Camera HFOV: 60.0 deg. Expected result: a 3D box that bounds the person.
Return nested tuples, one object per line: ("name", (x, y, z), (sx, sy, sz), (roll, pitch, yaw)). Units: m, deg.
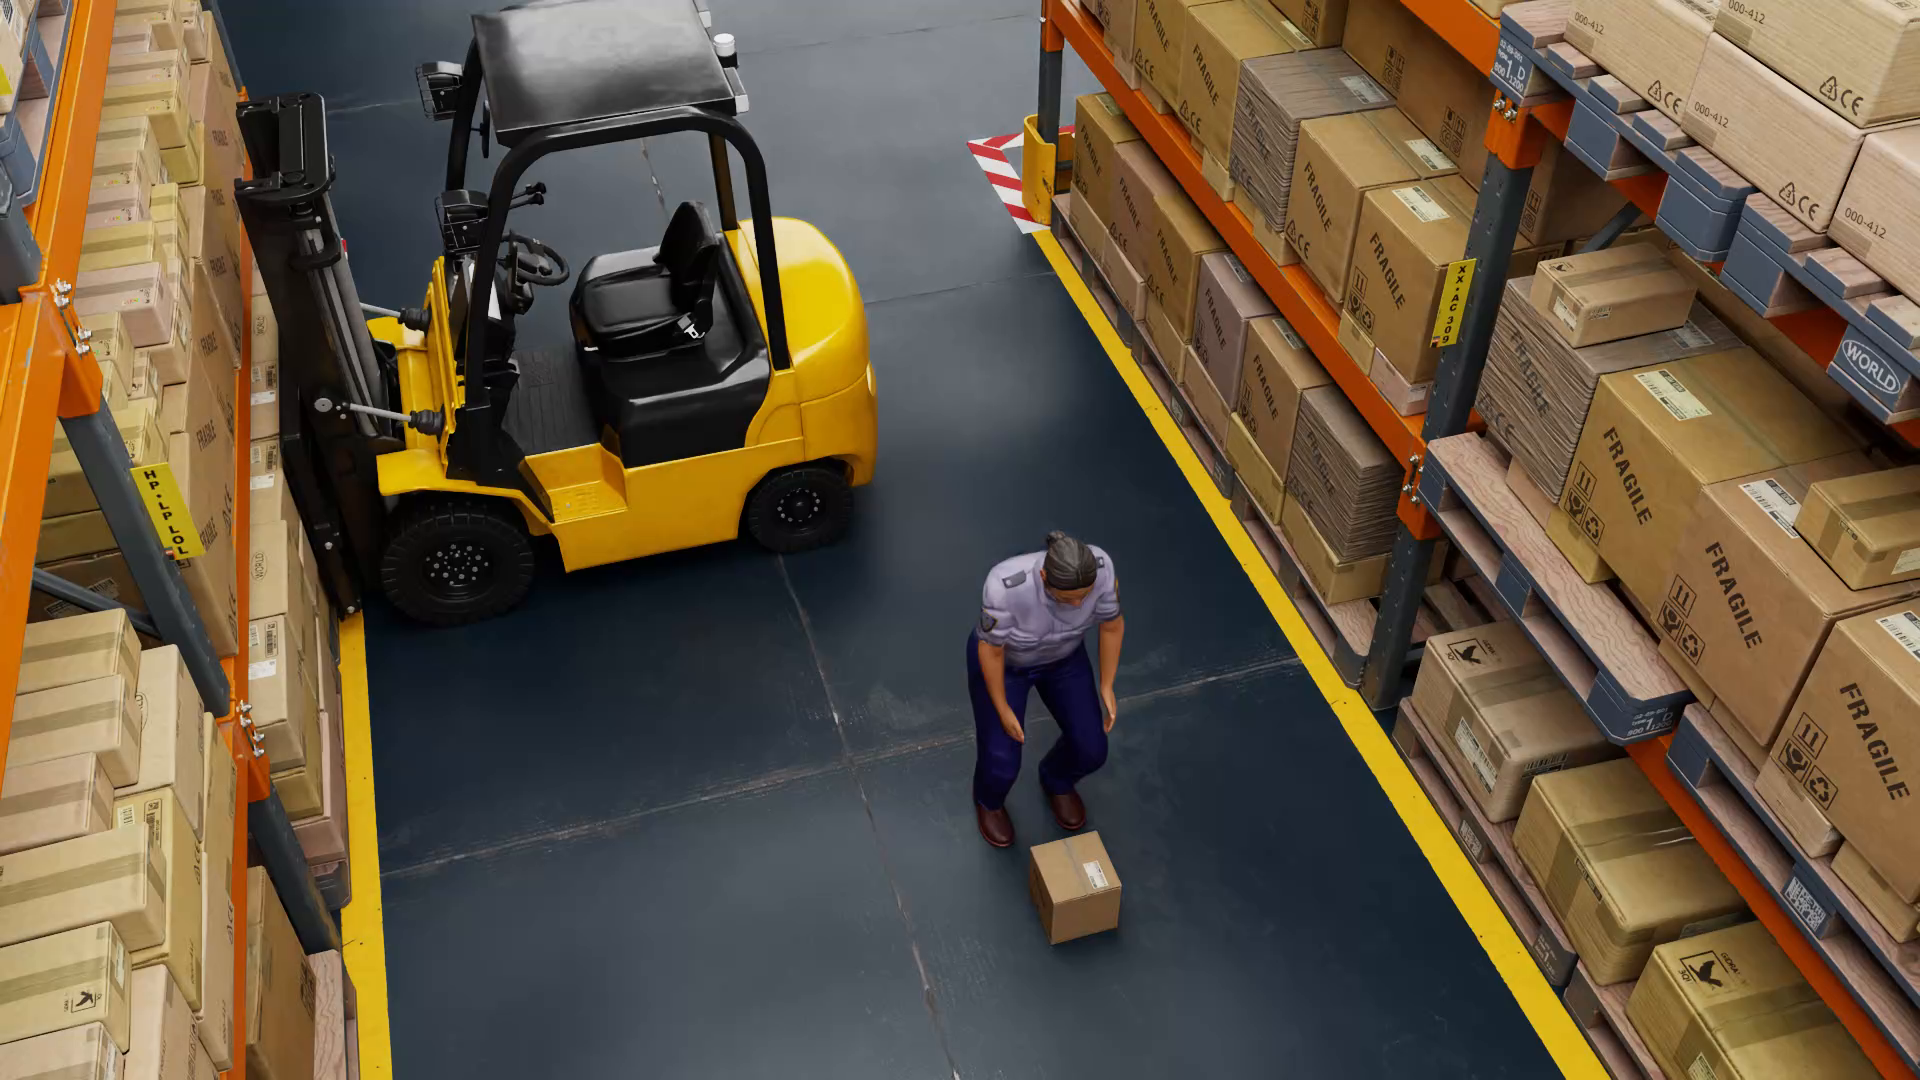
("person", (0.293, 0.466, 5.776), (0.522, 1.511, 0.529), (-11, 44, -12))
